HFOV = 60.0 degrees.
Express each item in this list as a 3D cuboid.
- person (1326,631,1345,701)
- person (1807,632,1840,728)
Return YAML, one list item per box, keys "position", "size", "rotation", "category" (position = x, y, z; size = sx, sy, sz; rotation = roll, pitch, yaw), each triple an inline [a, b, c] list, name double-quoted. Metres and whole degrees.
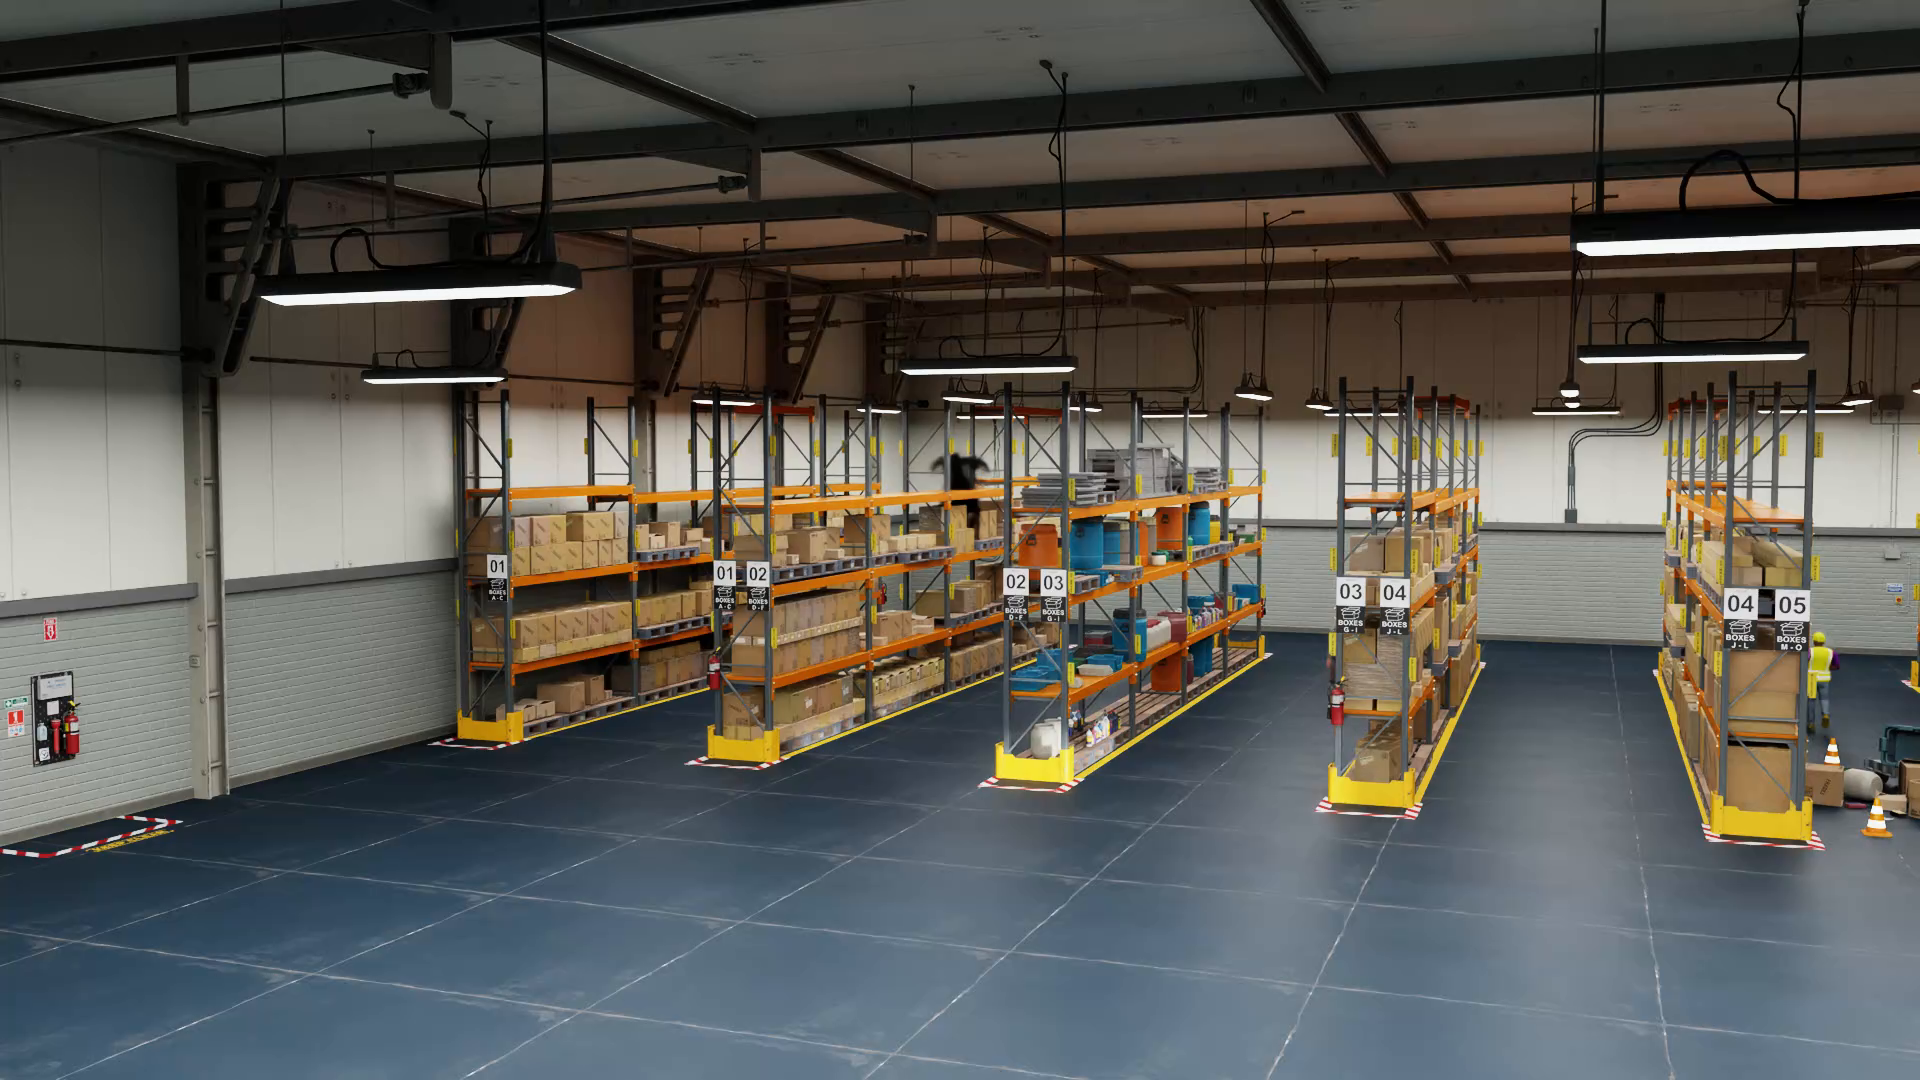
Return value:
- position: [7.578, 2.364, 32.872]
  size: [0.788, 1.643, 0.649]
  rotation: [2, 4, 33]
  category: "person"
- position: [15.211, 2.497, 29.477]
  size: [0.697, 1.748, 0.931]
  rotation: [1, 3, 18]
  category: "person"
